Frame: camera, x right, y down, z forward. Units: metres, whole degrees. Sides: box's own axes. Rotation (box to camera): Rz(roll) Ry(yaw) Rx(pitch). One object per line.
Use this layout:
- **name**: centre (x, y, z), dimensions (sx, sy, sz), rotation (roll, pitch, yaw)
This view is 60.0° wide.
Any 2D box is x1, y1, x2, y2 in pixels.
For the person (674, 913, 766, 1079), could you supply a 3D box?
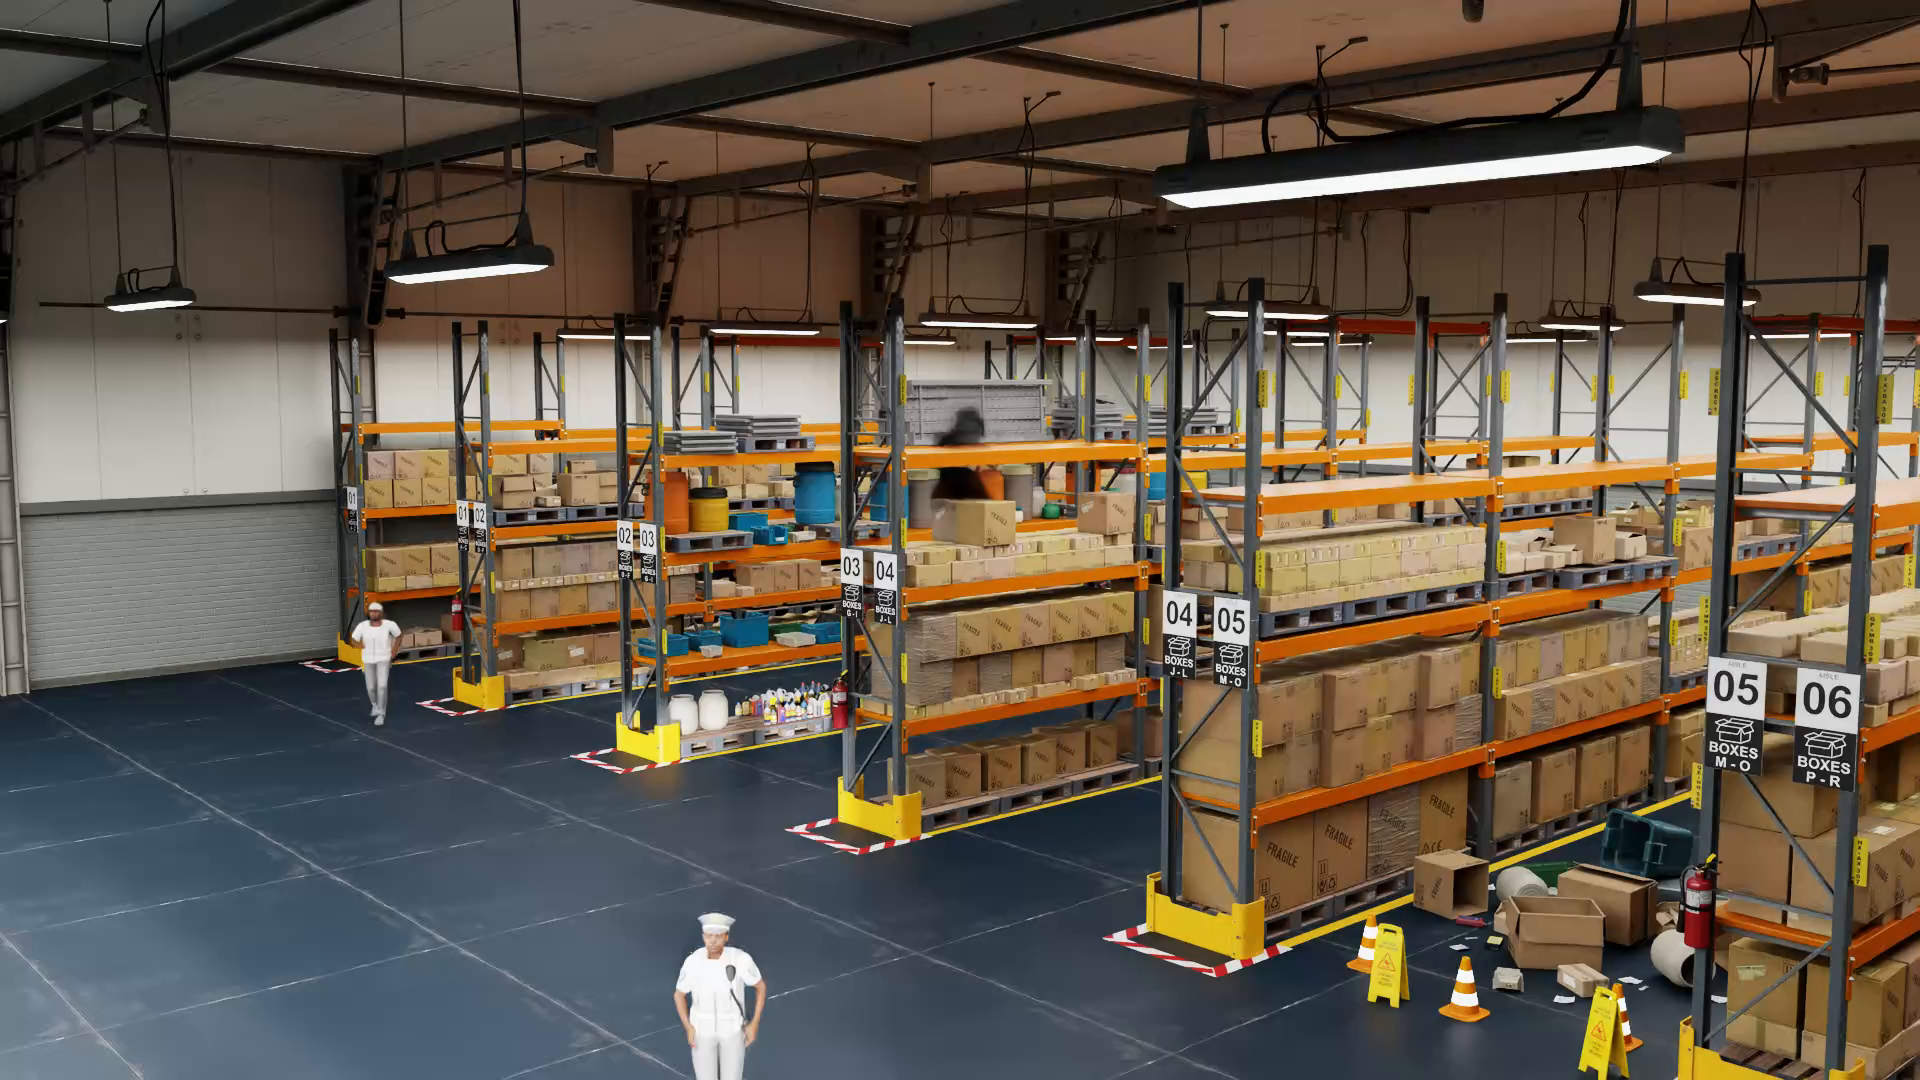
- **person**: centre (-1.613, 3.261, 11.071), dimensions (0.579, 1.659, 0.542), rotation (0, 6, -2)

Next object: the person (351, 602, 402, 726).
- **person**: centre (-8.727, 1.819, 24.803), dimensions (0.704, 1.779, 0.842), rotation (-1, 6, -6)

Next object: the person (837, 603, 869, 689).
- **person**: centre (-1.772, 1.636, 26.941), dimensions (0.823, 1.773, 0.614), rotation (-5, 8, -44)
